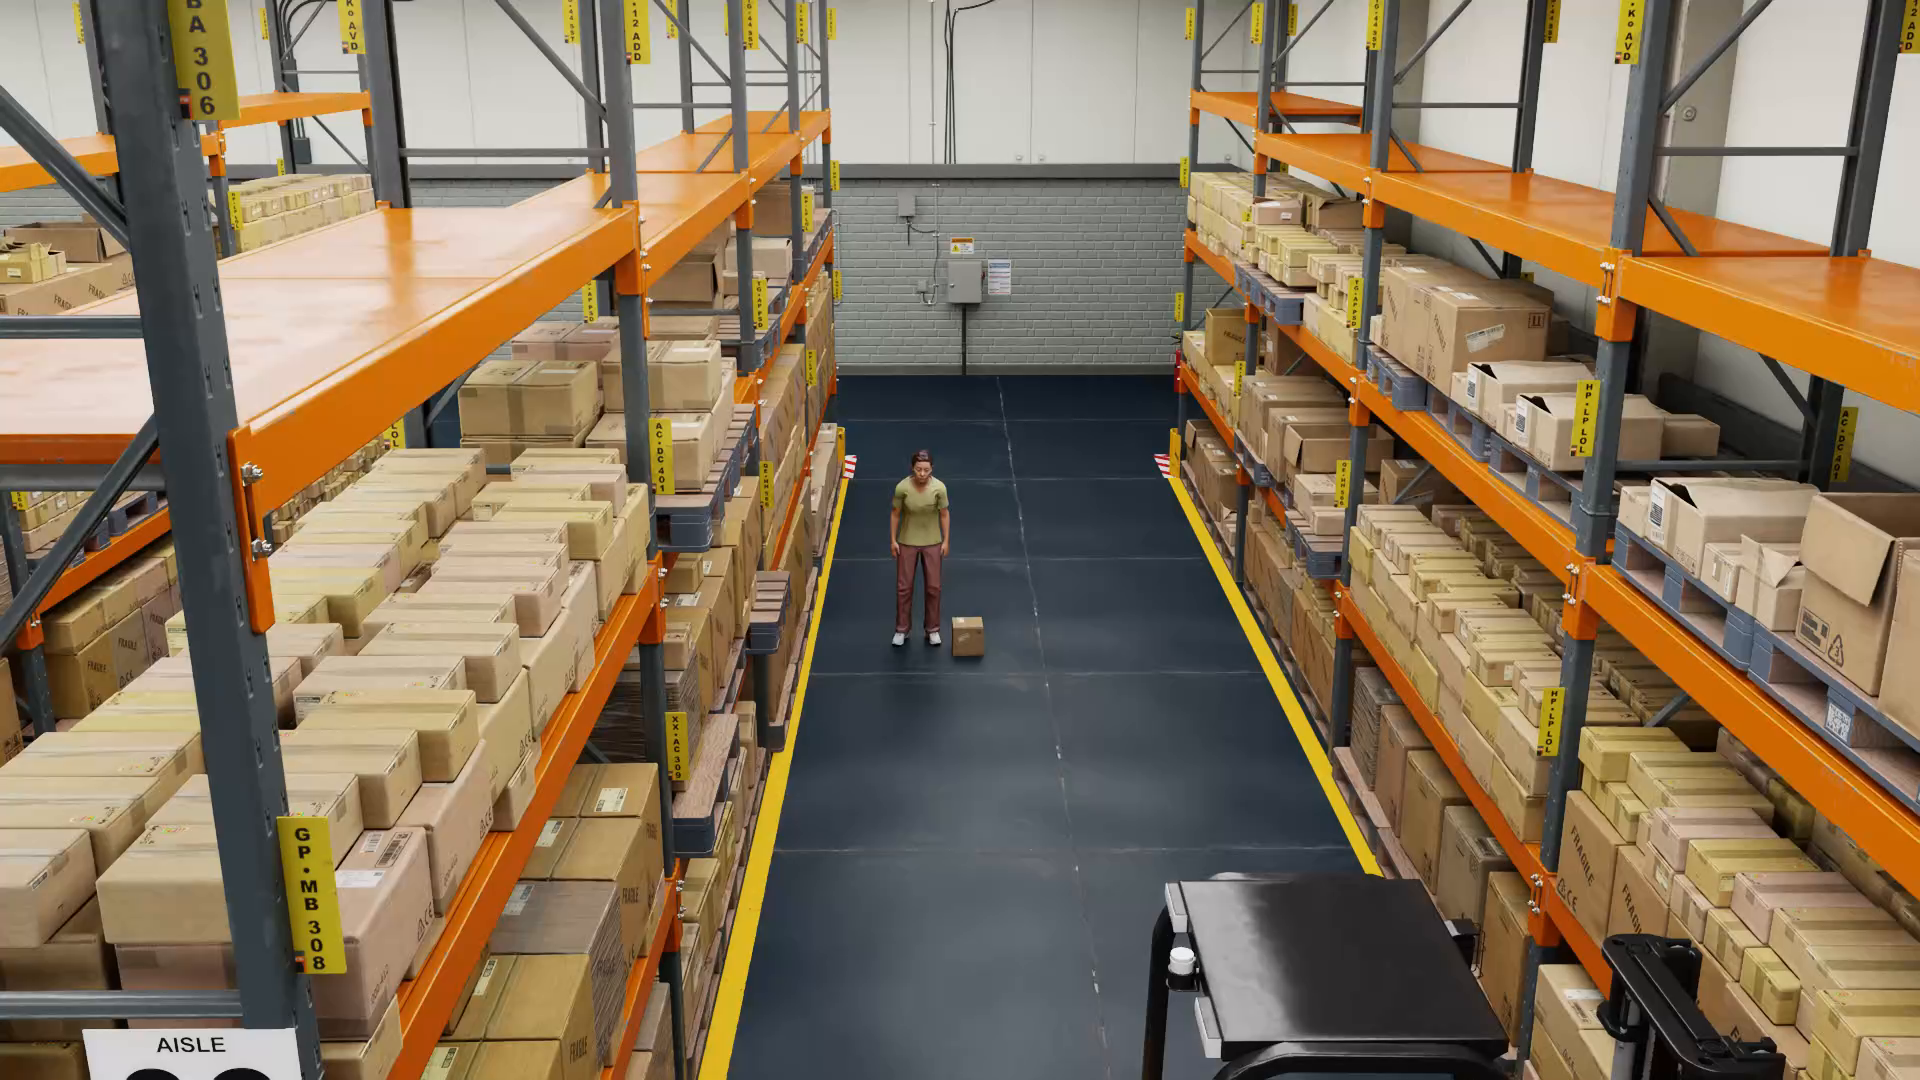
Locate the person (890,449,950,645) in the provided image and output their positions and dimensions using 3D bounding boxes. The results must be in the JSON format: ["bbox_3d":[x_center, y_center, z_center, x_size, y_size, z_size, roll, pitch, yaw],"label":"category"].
[{"bbox_3d":[-0.332,0.048,13.892,0.498,1.673,0.354,-1,17,-3],"label":"person"}]
